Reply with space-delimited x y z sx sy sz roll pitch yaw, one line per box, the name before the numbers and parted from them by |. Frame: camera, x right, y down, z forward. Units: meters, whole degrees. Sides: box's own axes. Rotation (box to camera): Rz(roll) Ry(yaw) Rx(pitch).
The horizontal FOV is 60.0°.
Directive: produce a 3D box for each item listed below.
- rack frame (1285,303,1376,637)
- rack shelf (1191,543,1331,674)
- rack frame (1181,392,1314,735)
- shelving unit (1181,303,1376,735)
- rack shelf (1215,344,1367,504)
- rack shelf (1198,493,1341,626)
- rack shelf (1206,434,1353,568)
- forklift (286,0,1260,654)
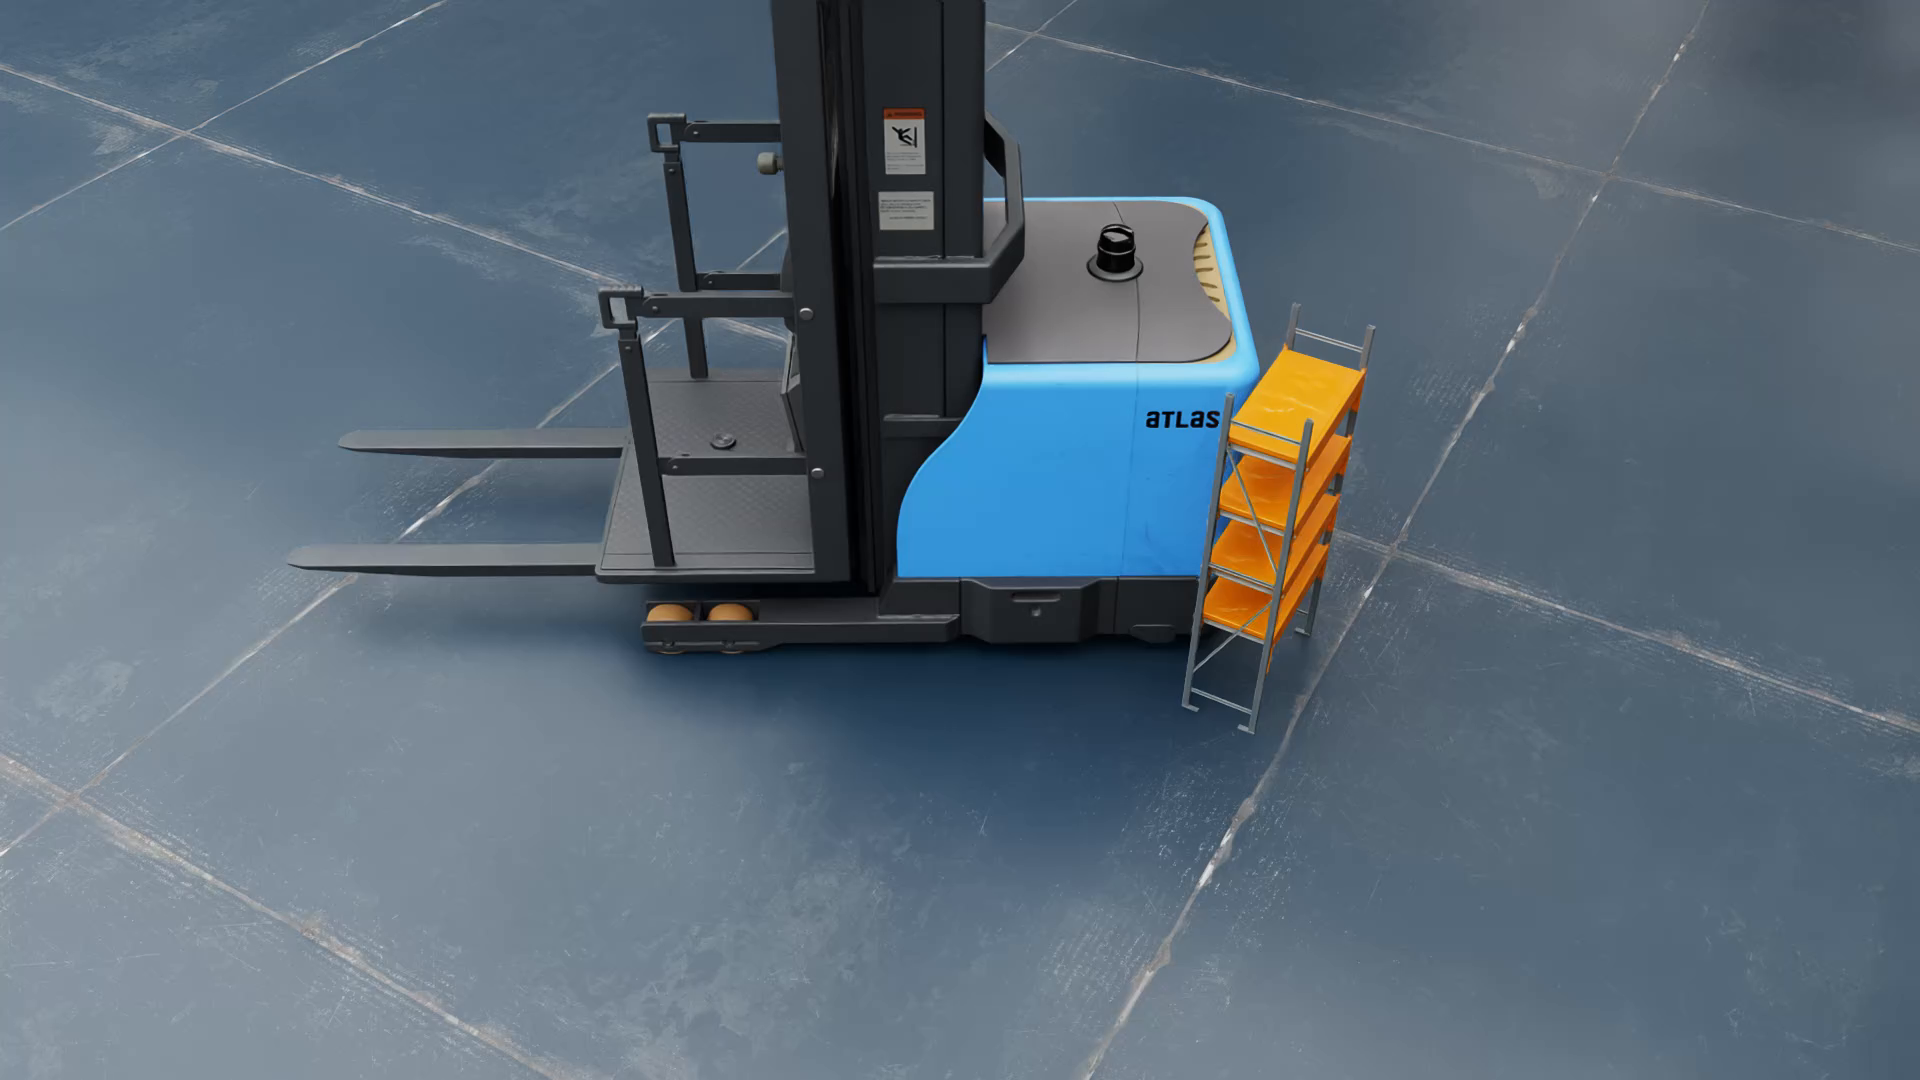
rack frame | 1.038 -0.178 5.042 0.240 1.200 0.015 21 45 21
rack shelf | 0.917 0.161 5.059 0.258 0.148 0.480 21 45 21
rack frame | 0.800 0.104 4.723 0.240 1.200 0.015 21 45 21
shelving unit | 0.919 -0.037 4.882 0.258 1.200 0.503 21 45 21
rack shelf | 0.922 -0.331 4.621 0.258 0.148 0.480 21 45 21
rack shelf | 0.919 0.013 4.927 0.258 0.148 0.480 21 45 21
rack shelf | 0.921 -0.154 4.779 0.258 0.148 0.480 21 45 21
forklift | -0.650 -1.086 4.766 3.031 2.935 1.130 0 41 0
